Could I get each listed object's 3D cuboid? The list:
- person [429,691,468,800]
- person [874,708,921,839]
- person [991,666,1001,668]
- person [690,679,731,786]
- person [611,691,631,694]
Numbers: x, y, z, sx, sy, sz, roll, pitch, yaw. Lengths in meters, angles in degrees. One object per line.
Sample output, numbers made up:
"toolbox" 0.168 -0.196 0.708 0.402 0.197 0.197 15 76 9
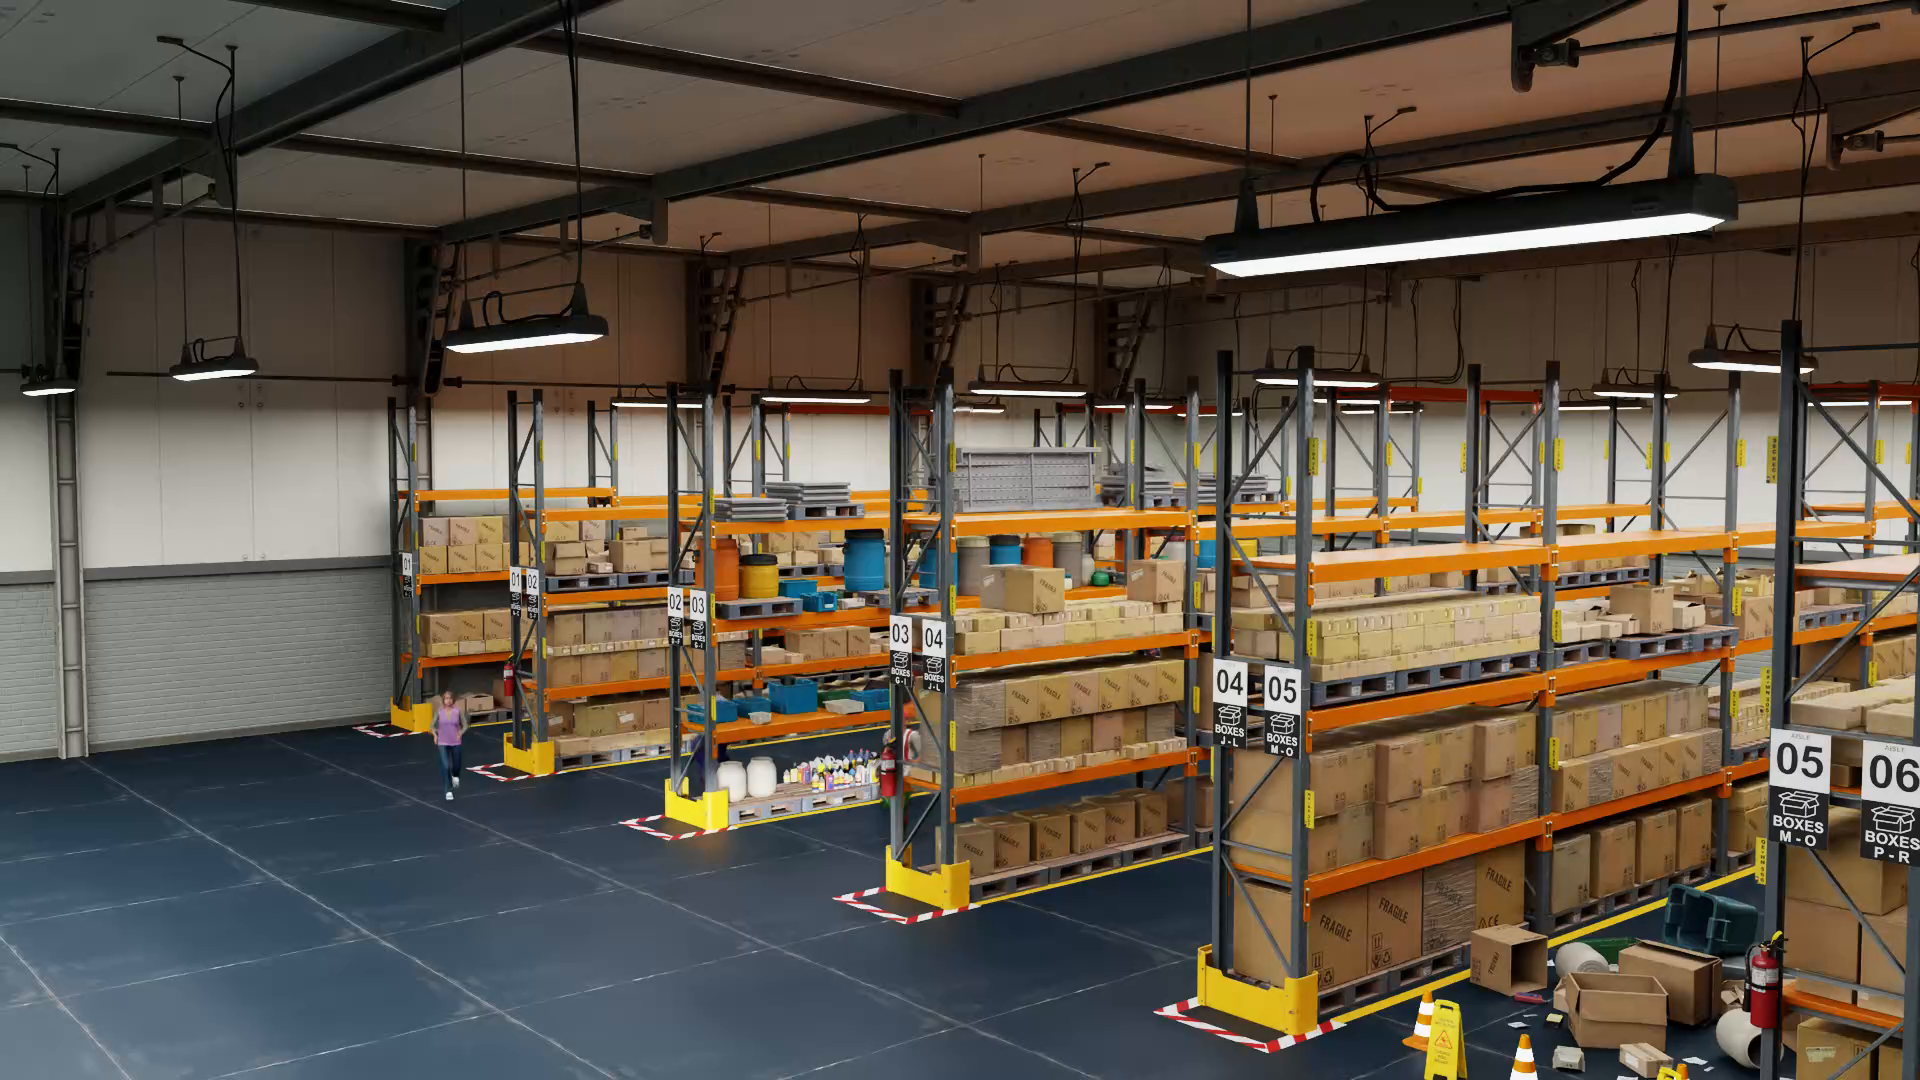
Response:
"person" -7.447 2.974 24.212 0.539 1.550 0.622 -1 3 -17
"person" -0.757 3.046 21.602 0.671 1.747 0.596 2 4 26
"person" 0.427 2.377 28.382 0.926 1.683 0.677 -3 4 -38
"person" -3.682 2.898 25.012 0.590 1.648 0.717 3 5 44
"person" -5.985 2.556 29.568 0.663 1.763 0.966 3 5 43
